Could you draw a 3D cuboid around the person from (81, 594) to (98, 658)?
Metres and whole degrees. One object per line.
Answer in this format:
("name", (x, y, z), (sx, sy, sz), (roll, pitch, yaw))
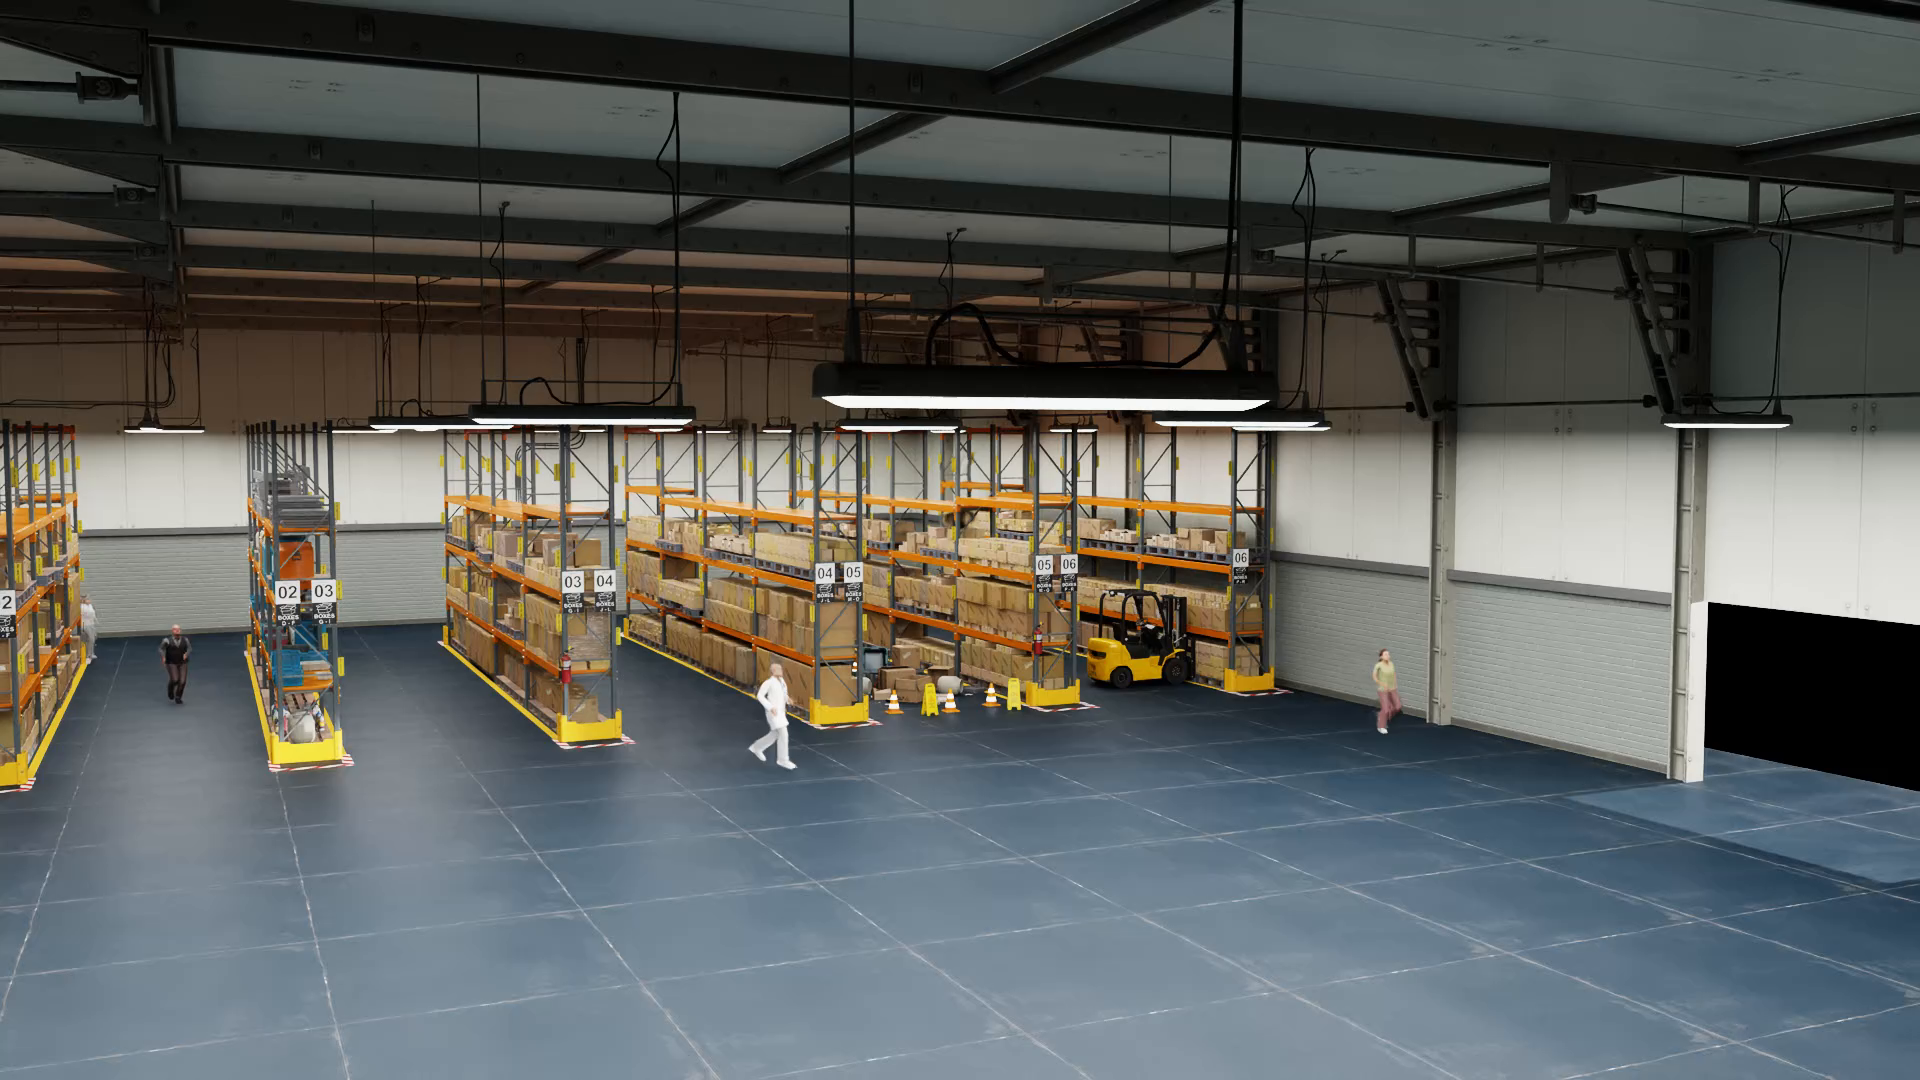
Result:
("person", (-22.560, 2.228, 42.928), (0.599, 1.683, 0.655), (0, 4, 6))

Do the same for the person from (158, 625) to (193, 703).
("person", (-16.730, 2.661, 35.542), (0.649, 1.682, 0.564), (-3, 5, -38))

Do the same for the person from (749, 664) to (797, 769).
("person", (-3.241, 3.027, 28.776), (0.920, 1.803, 0.698), (1, 4, 16))

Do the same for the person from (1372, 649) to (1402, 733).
("person", (8.229, 2.909, 32.007), (0.590, 1.629, 0.520), (-2, 4, -24))
